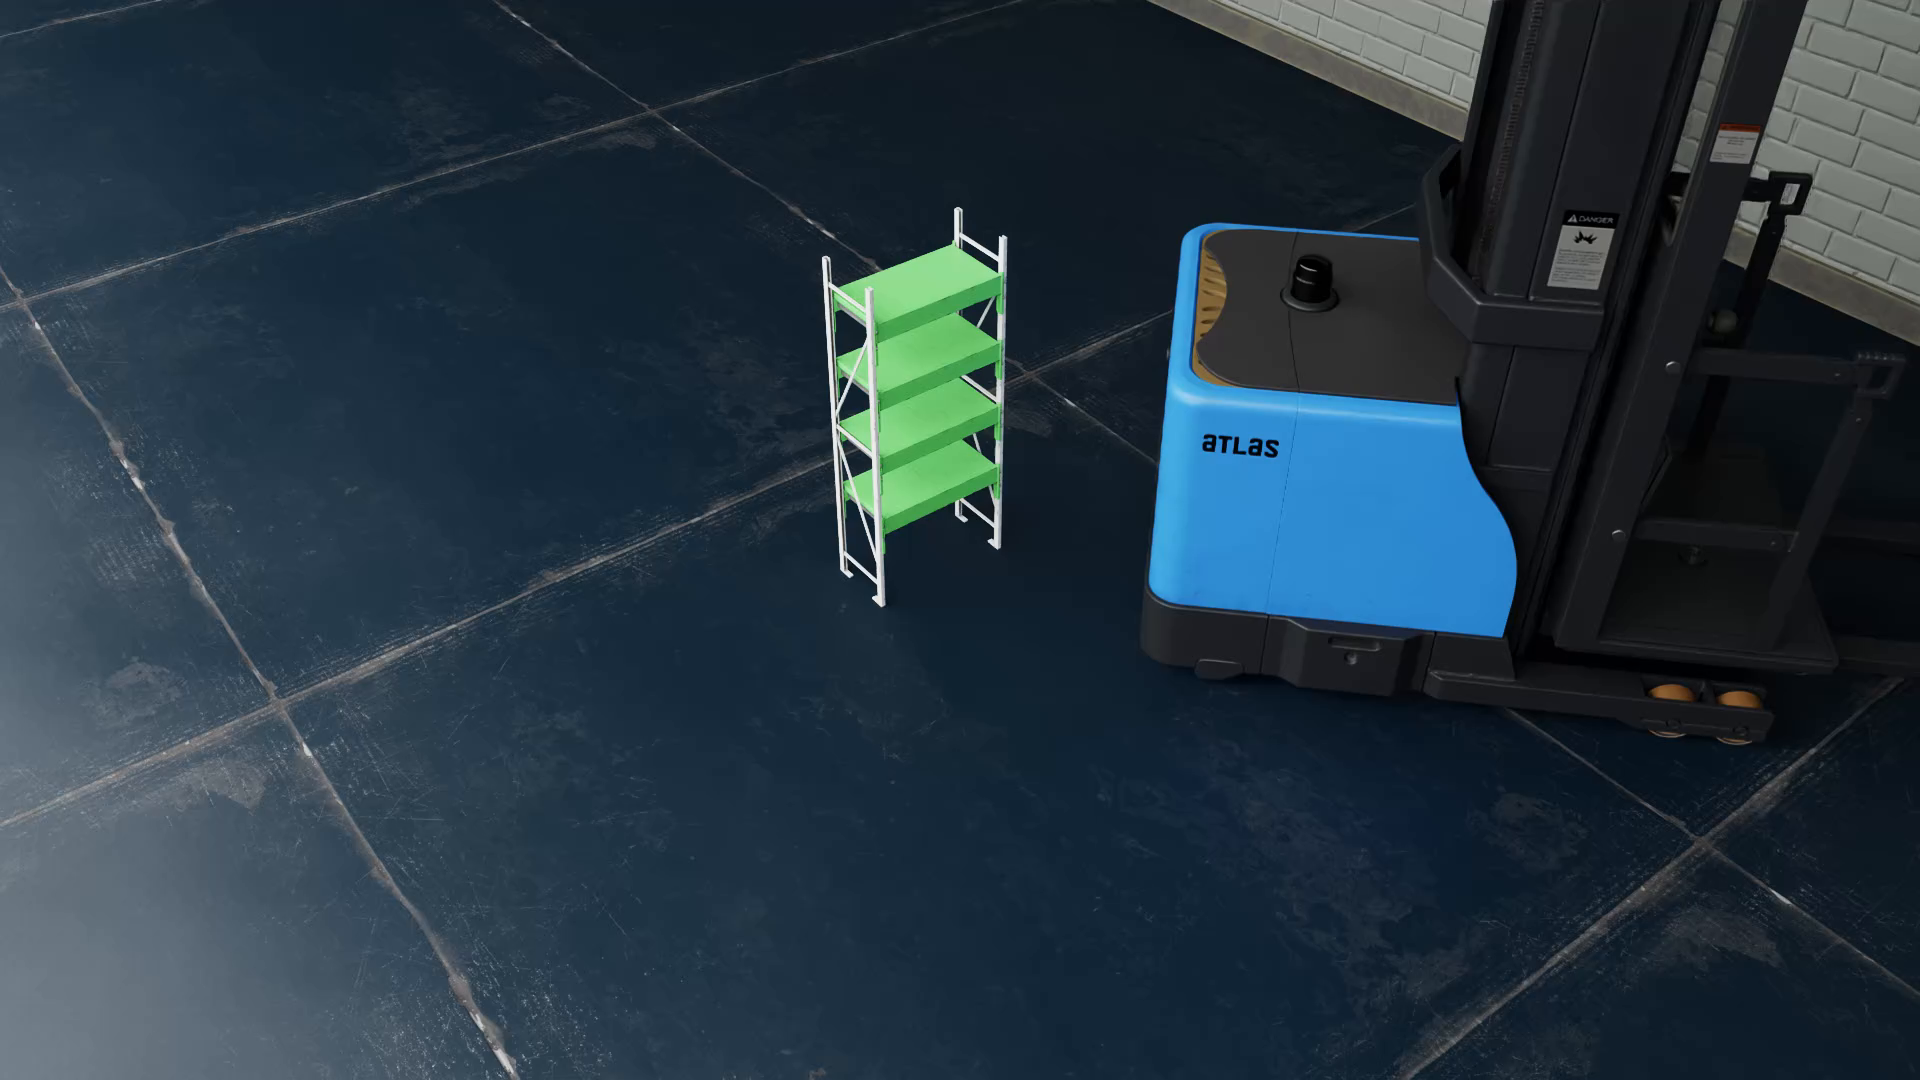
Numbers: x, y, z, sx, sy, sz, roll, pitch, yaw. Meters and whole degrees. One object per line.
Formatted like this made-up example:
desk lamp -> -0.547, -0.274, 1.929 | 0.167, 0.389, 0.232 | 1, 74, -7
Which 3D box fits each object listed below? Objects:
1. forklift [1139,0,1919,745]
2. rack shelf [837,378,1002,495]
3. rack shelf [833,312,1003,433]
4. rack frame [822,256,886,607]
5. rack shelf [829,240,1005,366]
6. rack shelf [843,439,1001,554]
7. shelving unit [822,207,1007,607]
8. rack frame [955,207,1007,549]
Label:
forklift -> 2.127, -0.881, 4.513 | 3.031, 2.935, 1.130 | 6, 40, 7
rack shelf -> -0.131, -0.351, 5.332 | 0.480, 0.148, 0.258 | -26, 46, -28
rack shelf -> -0.131, -0.536, 5.180 | 0.480, 0.148, 0.258 | -26, 46, -28
rack frame -> -0.325, -0.306, 5.177 | 0.015, 1.200, 0.240 | -26, 46, -28
rack shelf -> -0.131, -0.722, 5.028 | 0.480, 0.148, 0.258 | -26, 46, -28
rack shelf -> -0.131, -0.165, 5.484 | 0.480, 0.148, 0.258 | -26, 46, -28
shelving unit -> -0.131, -0.400, 5.291 | 0.503, 1.200, 0.258 | -26, 46, -28
rack frame -> 0.062, -0.494, 5.406 | 0.015, 1.200, 0.240 | -26, 46, -28
